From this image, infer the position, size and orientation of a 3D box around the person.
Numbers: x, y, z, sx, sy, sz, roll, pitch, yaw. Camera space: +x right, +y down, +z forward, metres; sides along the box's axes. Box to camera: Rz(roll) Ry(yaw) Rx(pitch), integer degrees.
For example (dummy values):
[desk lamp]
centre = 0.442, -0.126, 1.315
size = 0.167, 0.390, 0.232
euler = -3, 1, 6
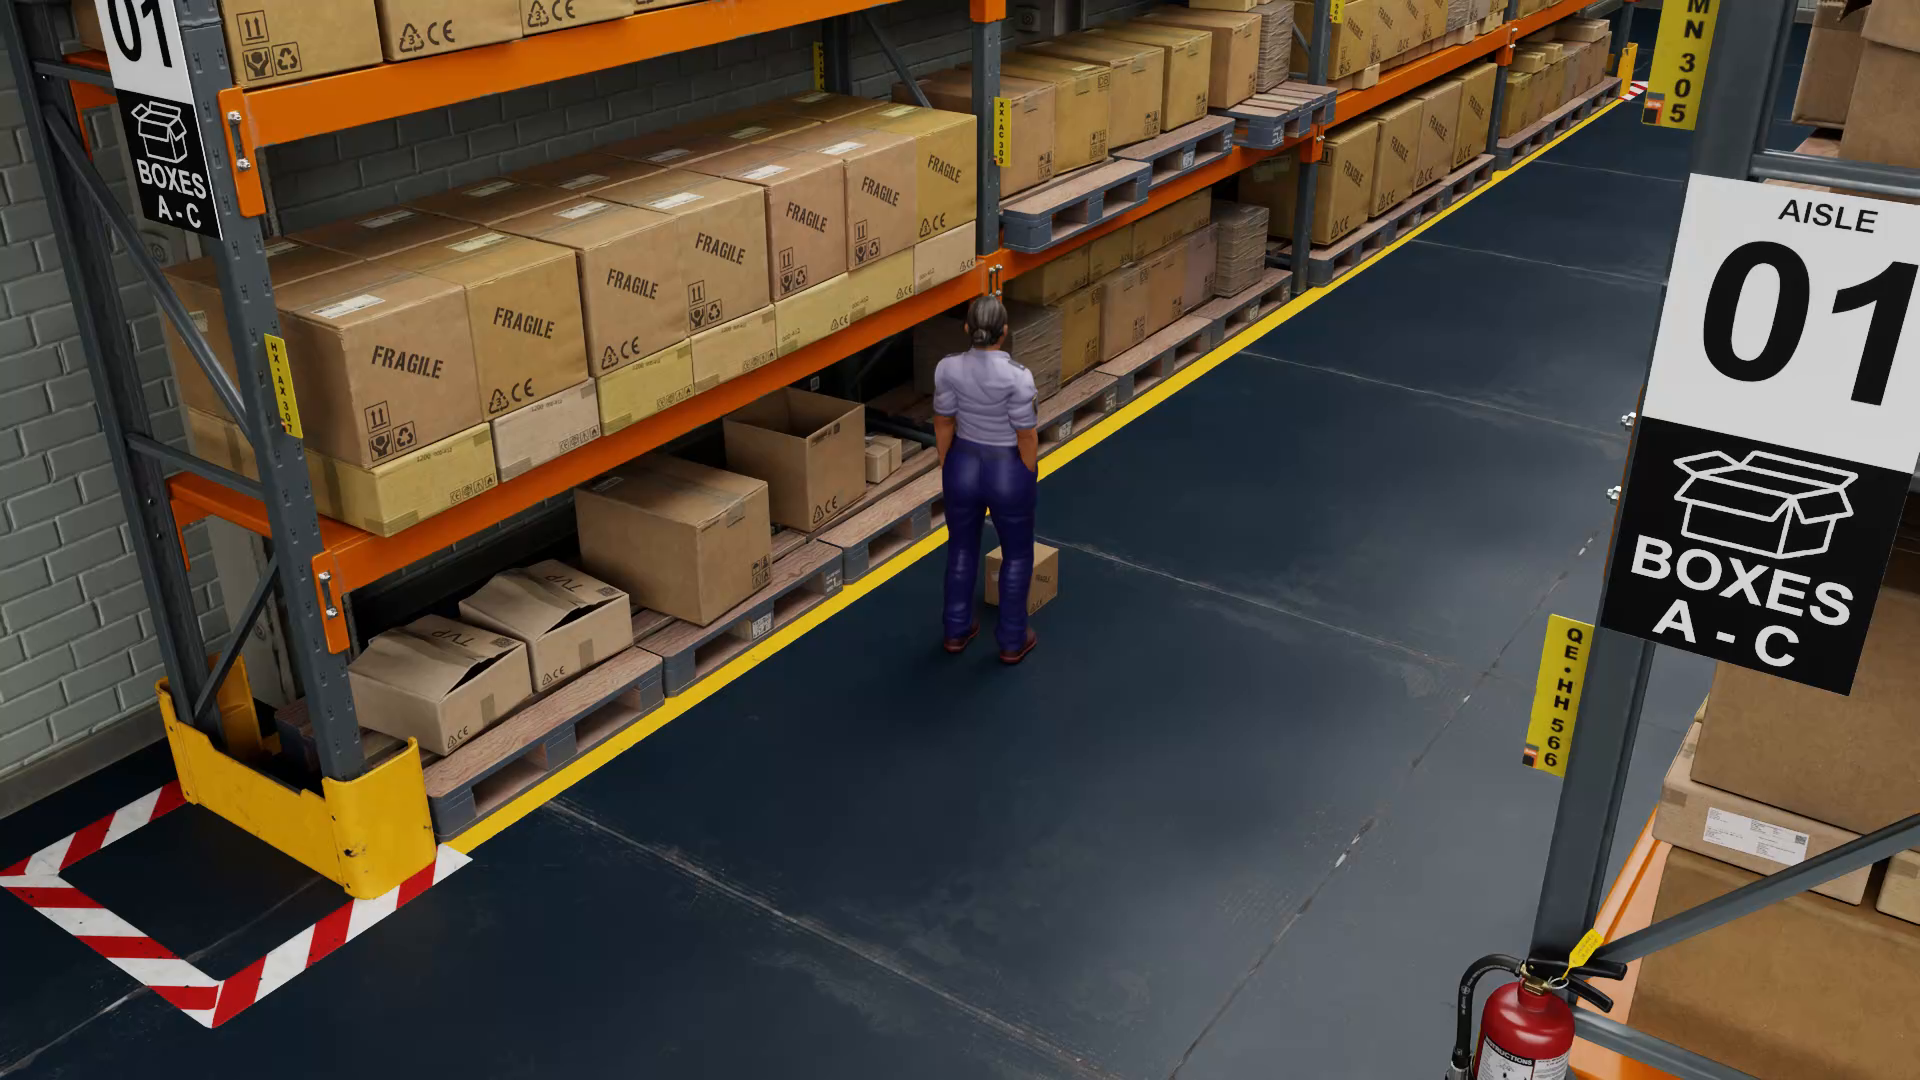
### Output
[person]
centre = 0.117, -0.297, 7.143
size = 0.468, 1.574, 0.343
euler = 10, 29, 19
